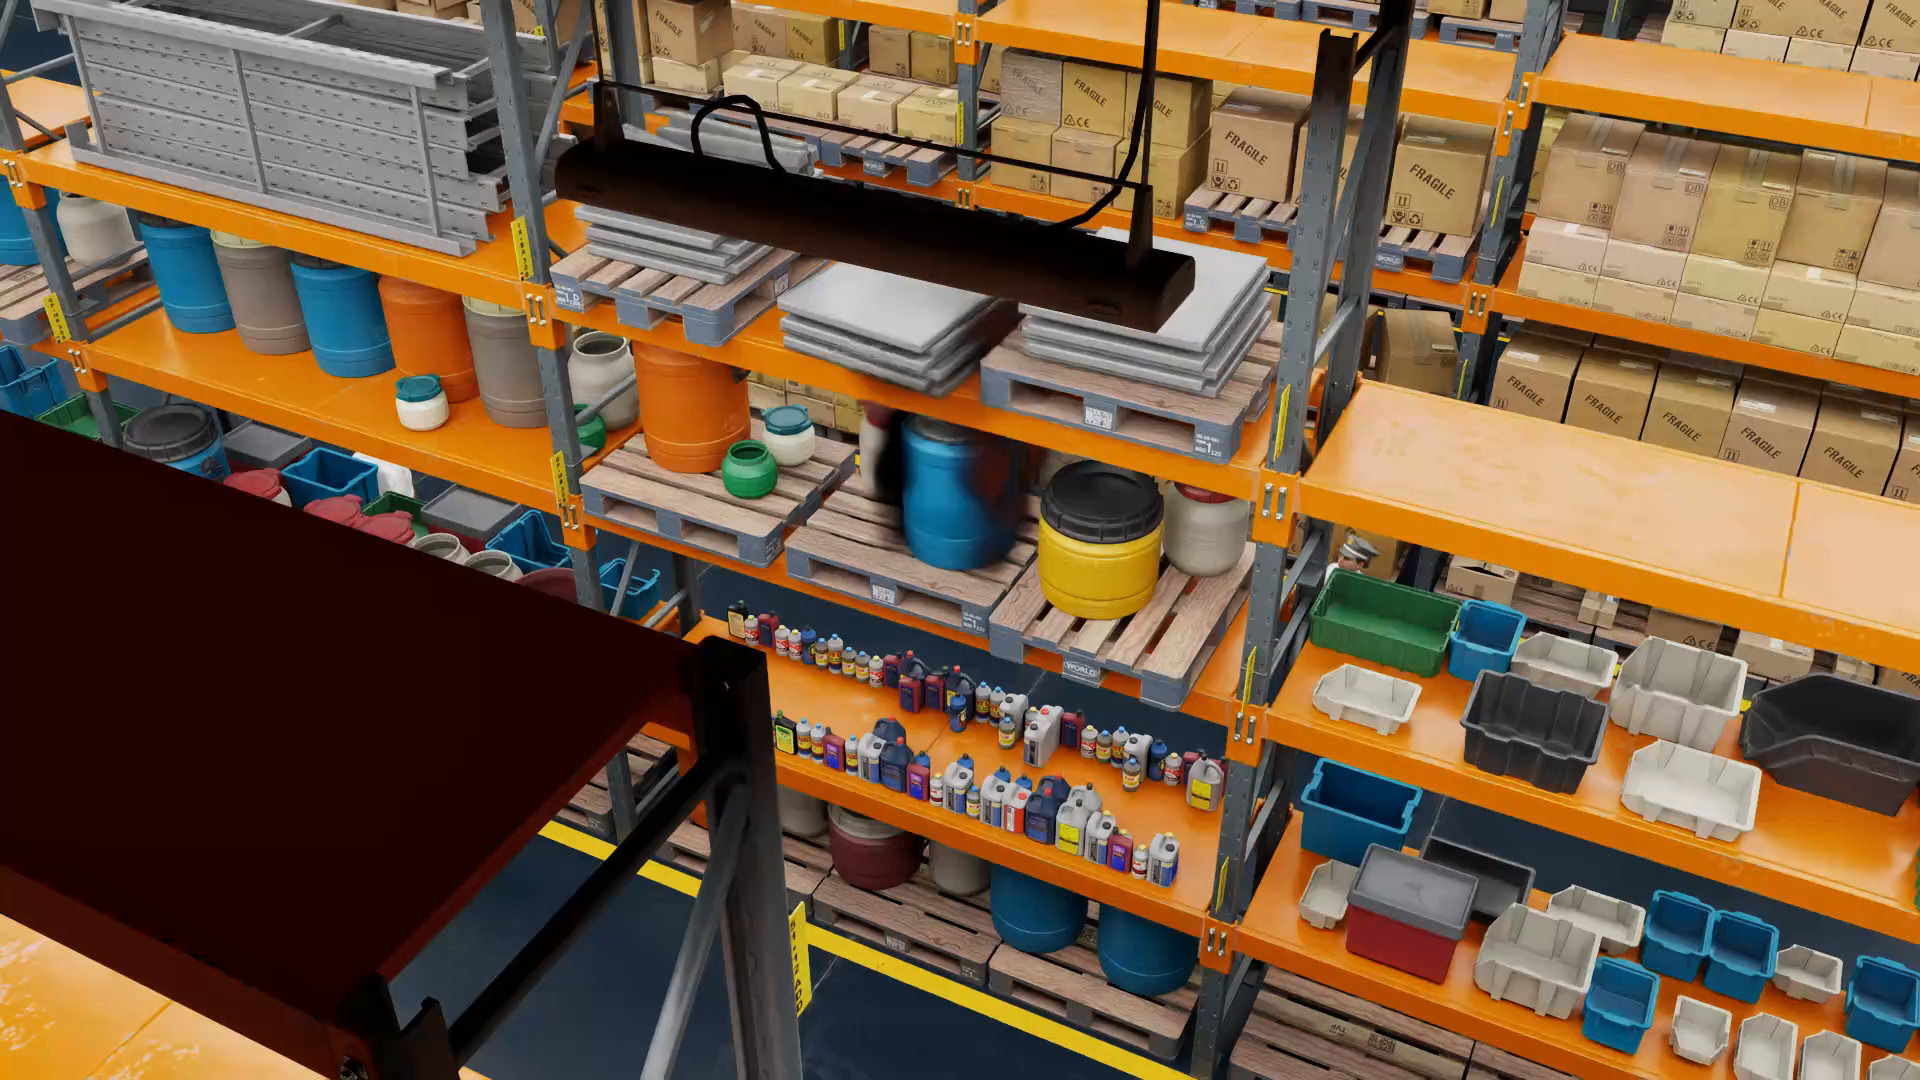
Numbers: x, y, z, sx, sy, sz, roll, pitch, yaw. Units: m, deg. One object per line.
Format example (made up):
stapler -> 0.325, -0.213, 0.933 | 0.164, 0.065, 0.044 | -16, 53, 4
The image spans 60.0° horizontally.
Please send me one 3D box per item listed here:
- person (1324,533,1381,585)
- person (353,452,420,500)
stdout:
person -> 2.570, 0.690, 11.404 | 0.517, 1.708, 0.439 | 20, 40, 26
person -> -4.250, -0.142, 12.550 | 0.479, 1.758, 0.710 | -3, 35, -5
